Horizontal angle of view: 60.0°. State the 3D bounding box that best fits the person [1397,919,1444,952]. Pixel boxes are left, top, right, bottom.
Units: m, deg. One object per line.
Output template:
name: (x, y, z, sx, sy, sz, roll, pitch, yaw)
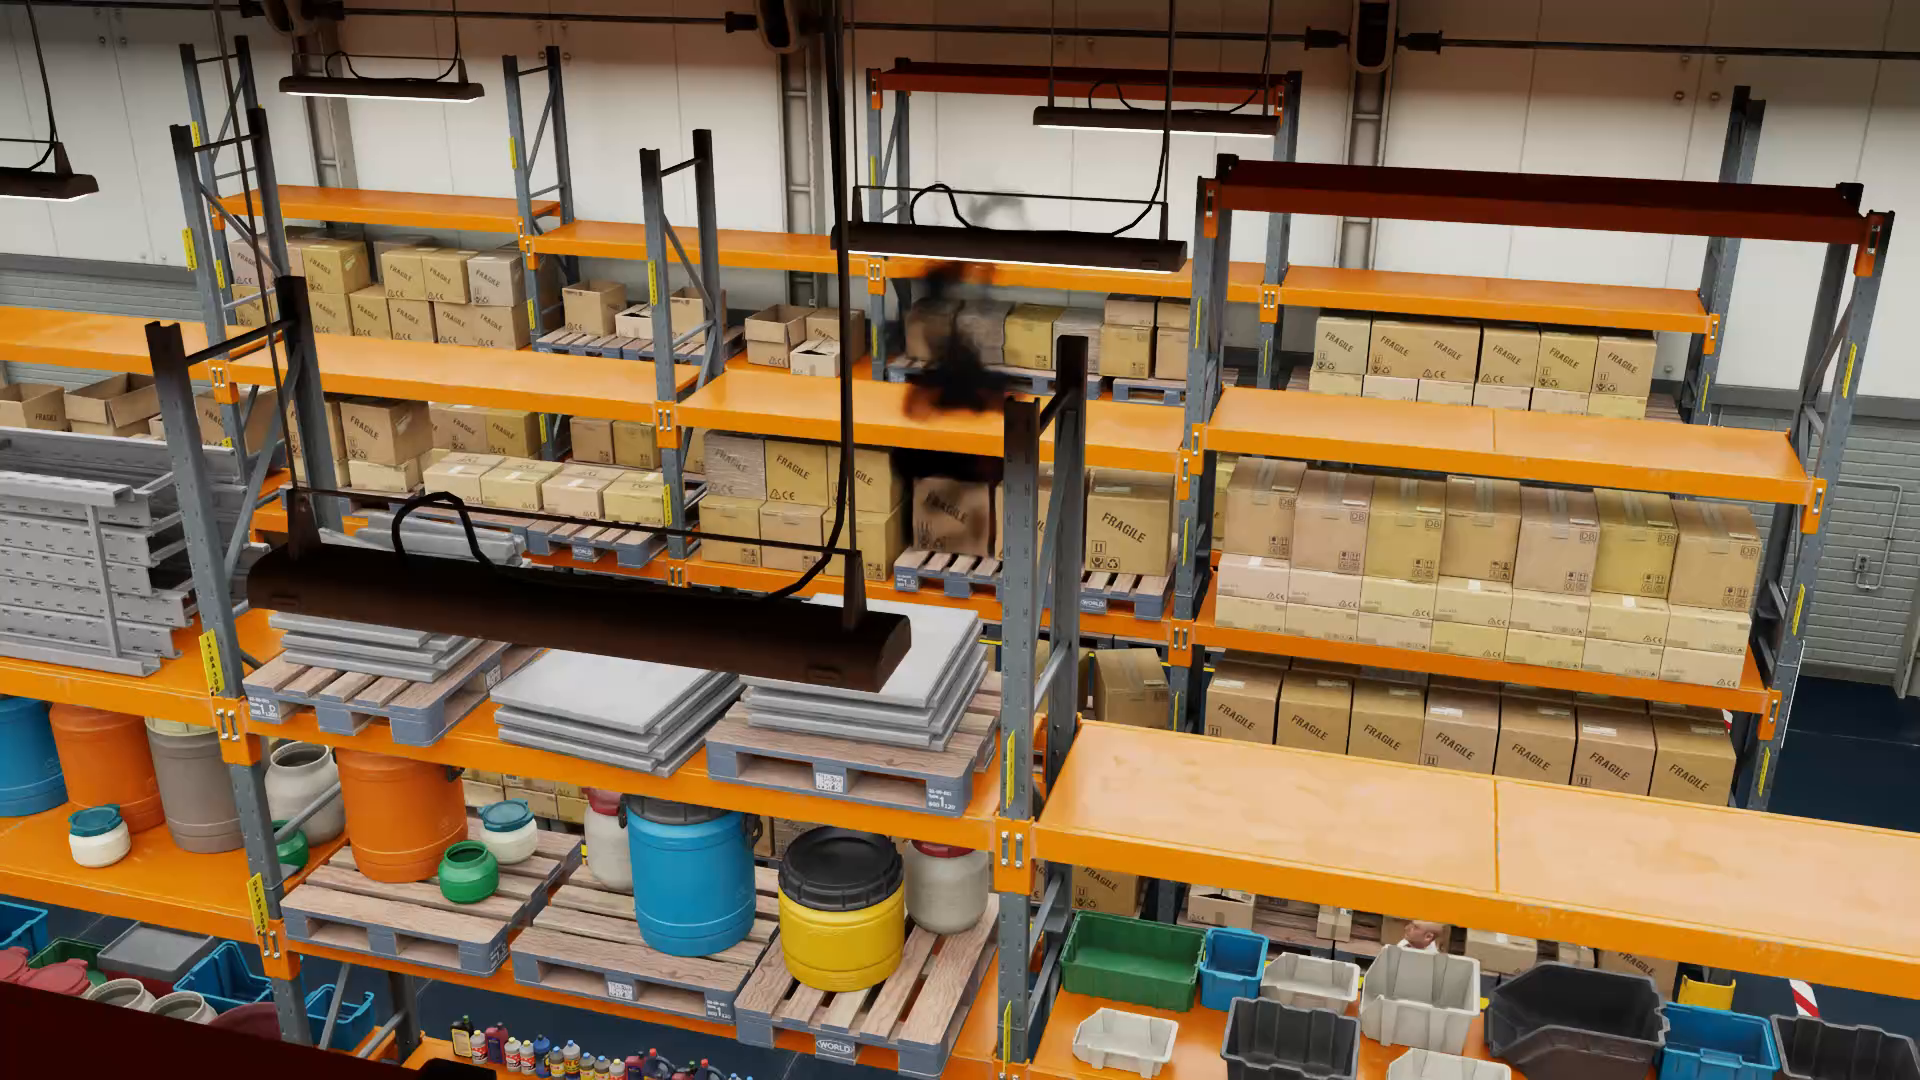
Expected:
person: (2.986, 3.153, 10.937, 0.612, 1.731, 0.722, 0, 23, 0)
